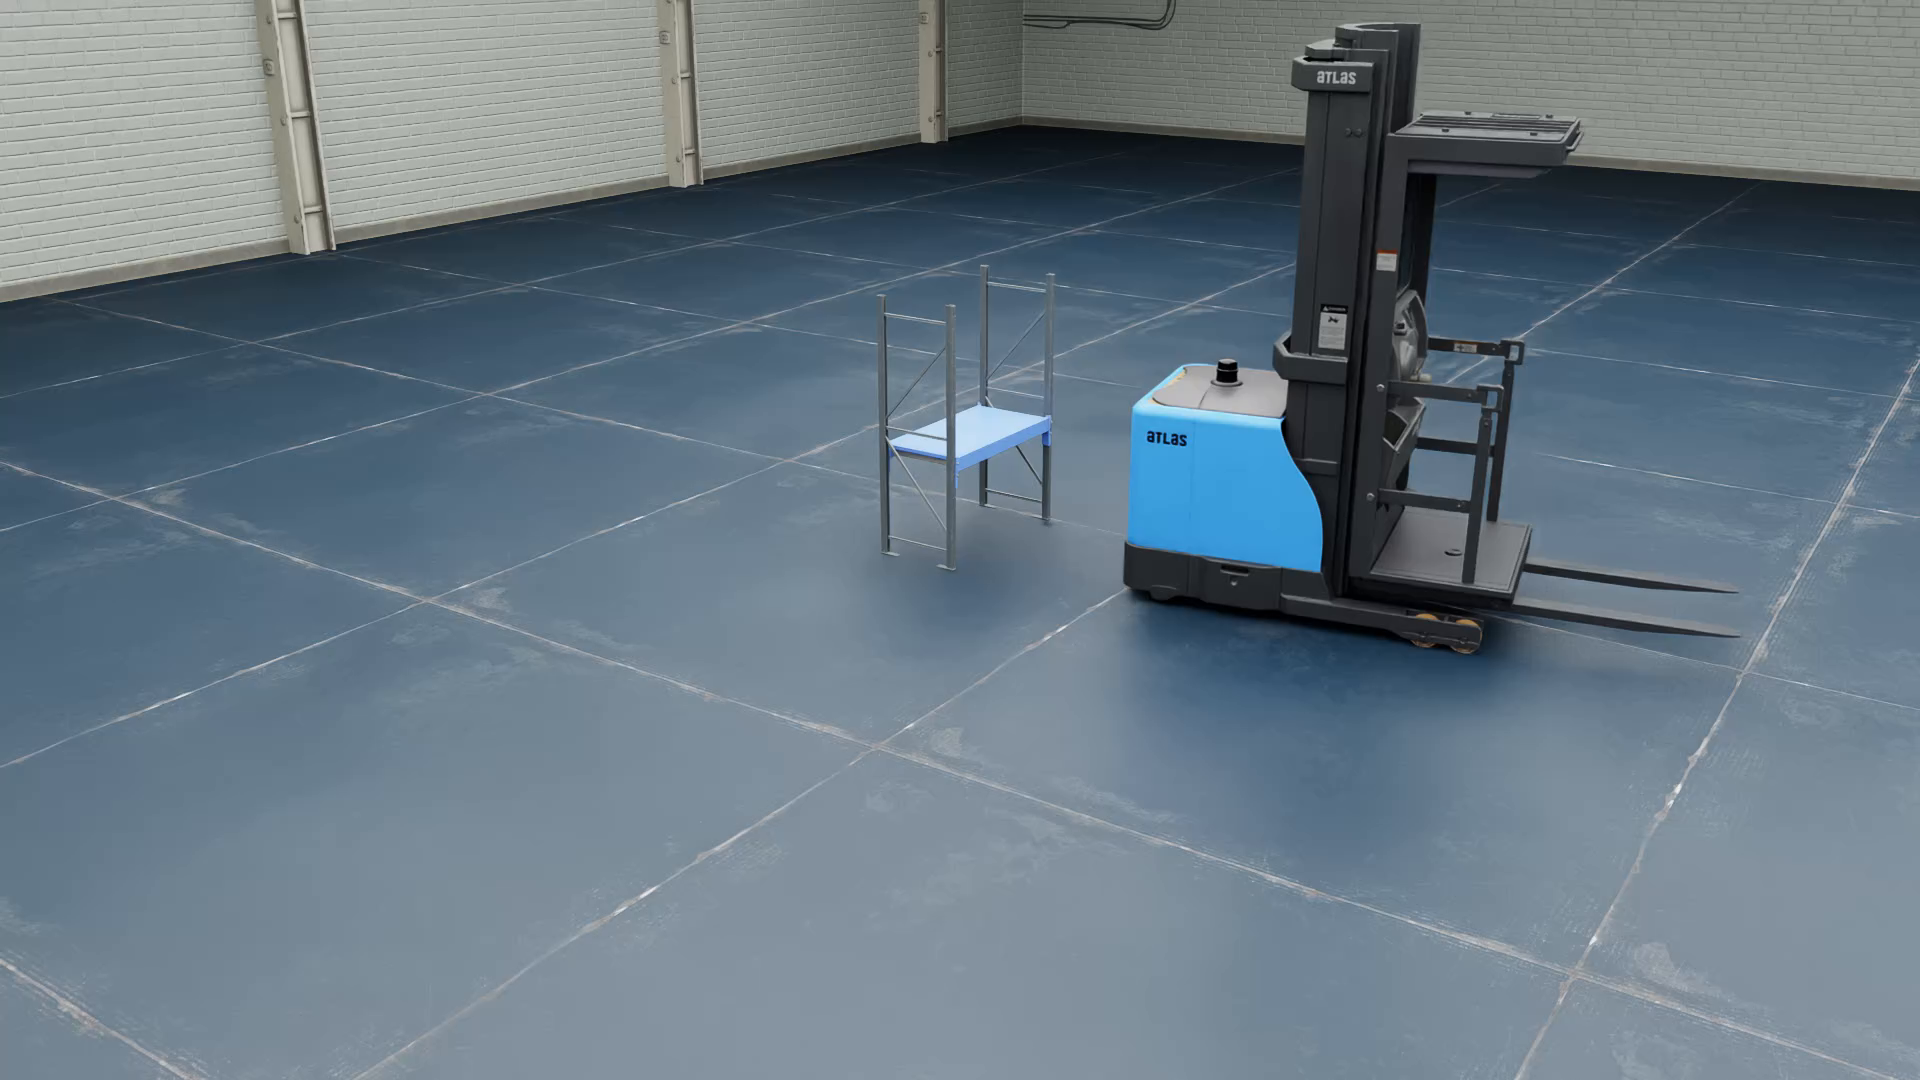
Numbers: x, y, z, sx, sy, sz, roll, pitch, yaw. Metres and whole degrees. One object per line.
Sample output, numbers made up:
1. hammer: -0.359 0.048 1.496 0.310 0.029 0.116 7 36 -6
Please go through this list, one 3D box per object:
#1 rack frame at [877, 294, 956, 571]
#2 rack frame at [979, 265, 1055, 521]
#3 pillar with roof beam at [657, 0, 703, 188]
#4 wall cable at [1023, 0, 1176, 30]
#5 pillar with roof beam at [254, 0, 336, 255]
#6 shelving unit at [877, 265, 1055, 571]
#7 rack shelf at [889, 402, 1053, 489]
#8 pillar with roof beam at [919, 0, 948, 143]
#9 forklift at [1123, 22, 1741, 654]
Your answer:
1. rack frame: -0.238 -0.582 9.177 0.500 1.500 0.032 13 24 32
2. rack frame: 0.334 -0.874 9.965 0.500 1.500 0.032 13 24 32
3. pillar with roof beam: -0.248 -8.314 19.271 9.100 9.000 0.400 13 24 32
4. wall cable: 2.314 -10.007 28.322 3.097 2.526 0.112 13 24 32
5. pillar with roof beam: -3.621 -6.593 14.617 9.100 9.000 0.400 13 24 32
6. shelving unit: 0.048 -0.728 9.571 0.538 1.500 1.048 13 24 32
7. rack shelf: 0.048 -0.559 9.633 0.538 0.185 1.000 13 24 32
8. pillar with roof beam: 3.125 -10.036 23.926 9.100 9.000 0.400 13 24 32
9. forklift: 2.443 -1.021 8.301 3.031 2.935 1.130 8 22 22
